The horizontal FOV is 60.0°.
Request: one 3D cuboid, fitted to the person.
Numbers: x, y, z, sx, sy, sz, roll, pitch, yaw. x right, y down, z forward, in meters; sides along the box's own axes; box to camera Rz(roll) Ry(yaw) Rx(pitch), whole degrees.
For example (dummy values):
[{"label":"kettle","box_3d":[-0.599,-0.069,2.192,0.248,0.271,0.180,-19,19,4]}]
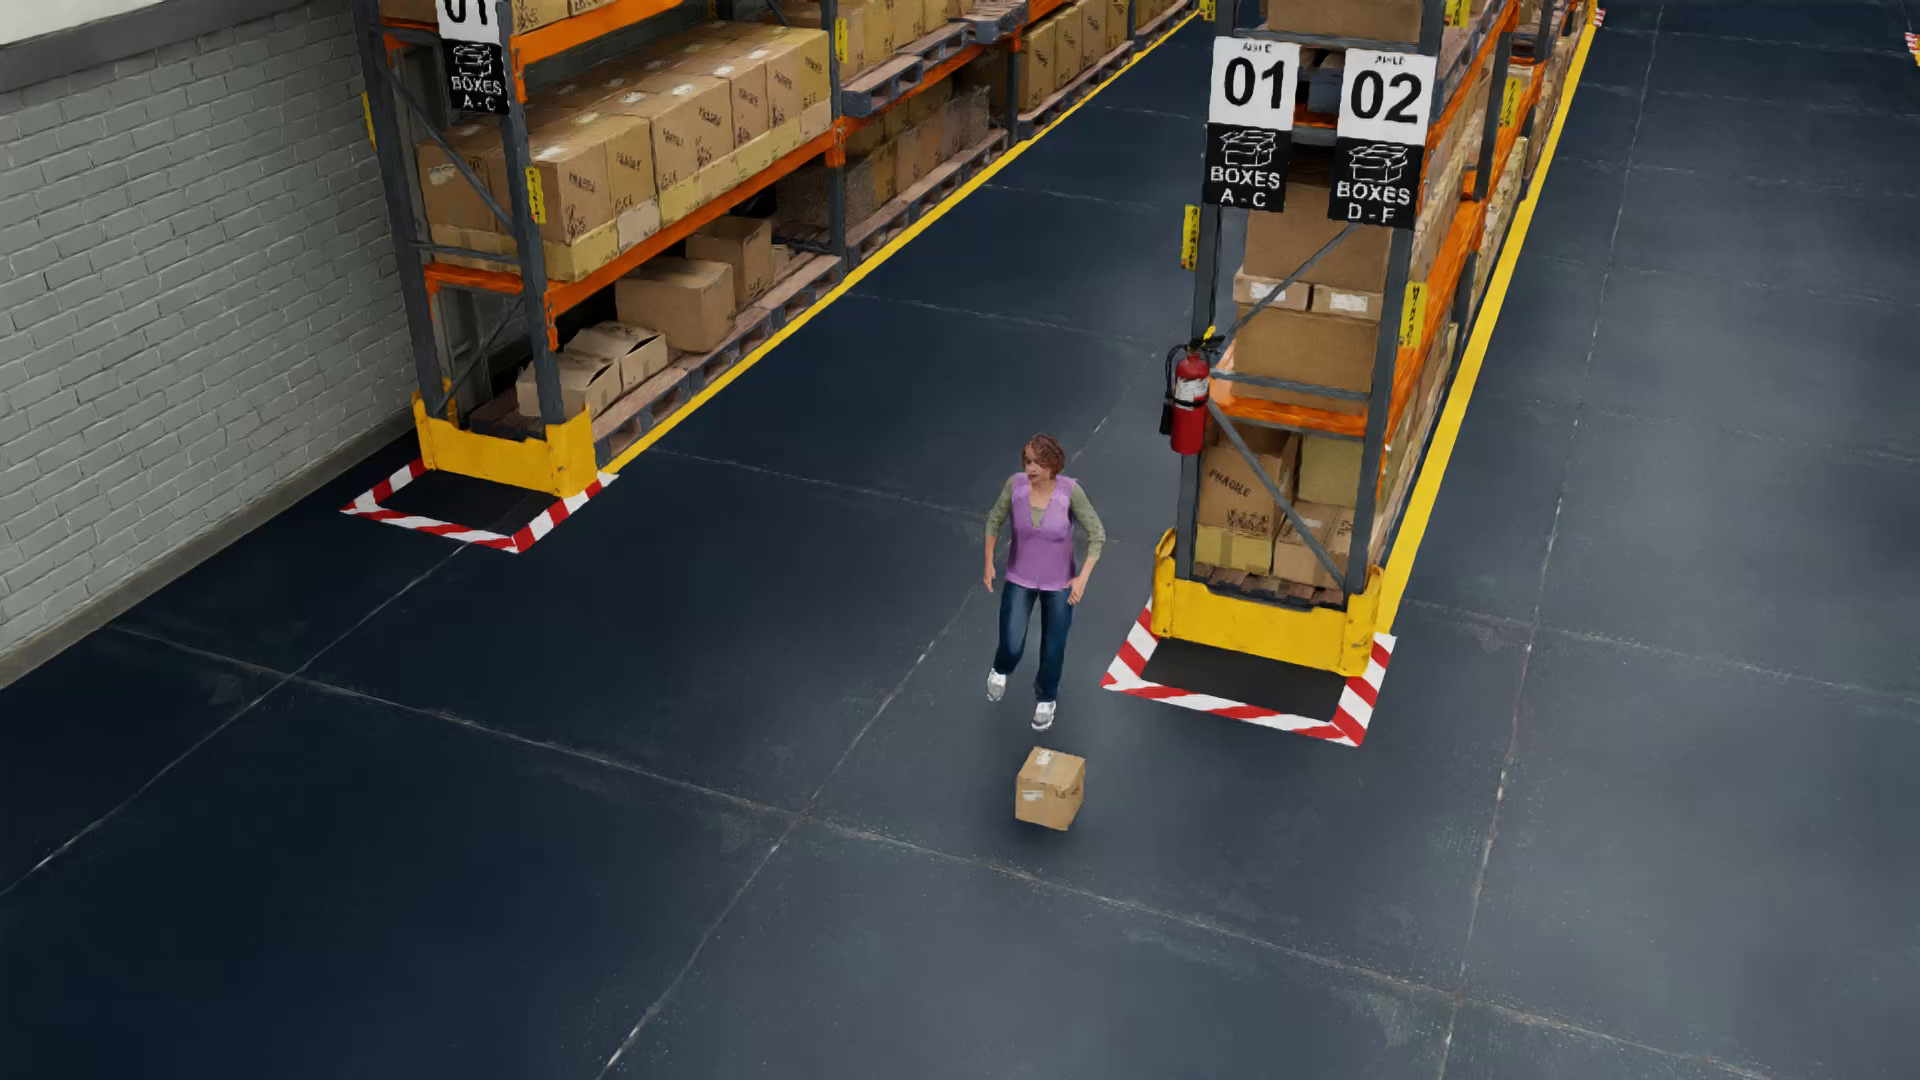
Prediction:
[{"label":"person","box_3d":[0.400,0.225,8.052,0.585,1.553,0.439,3,30,5]}]
